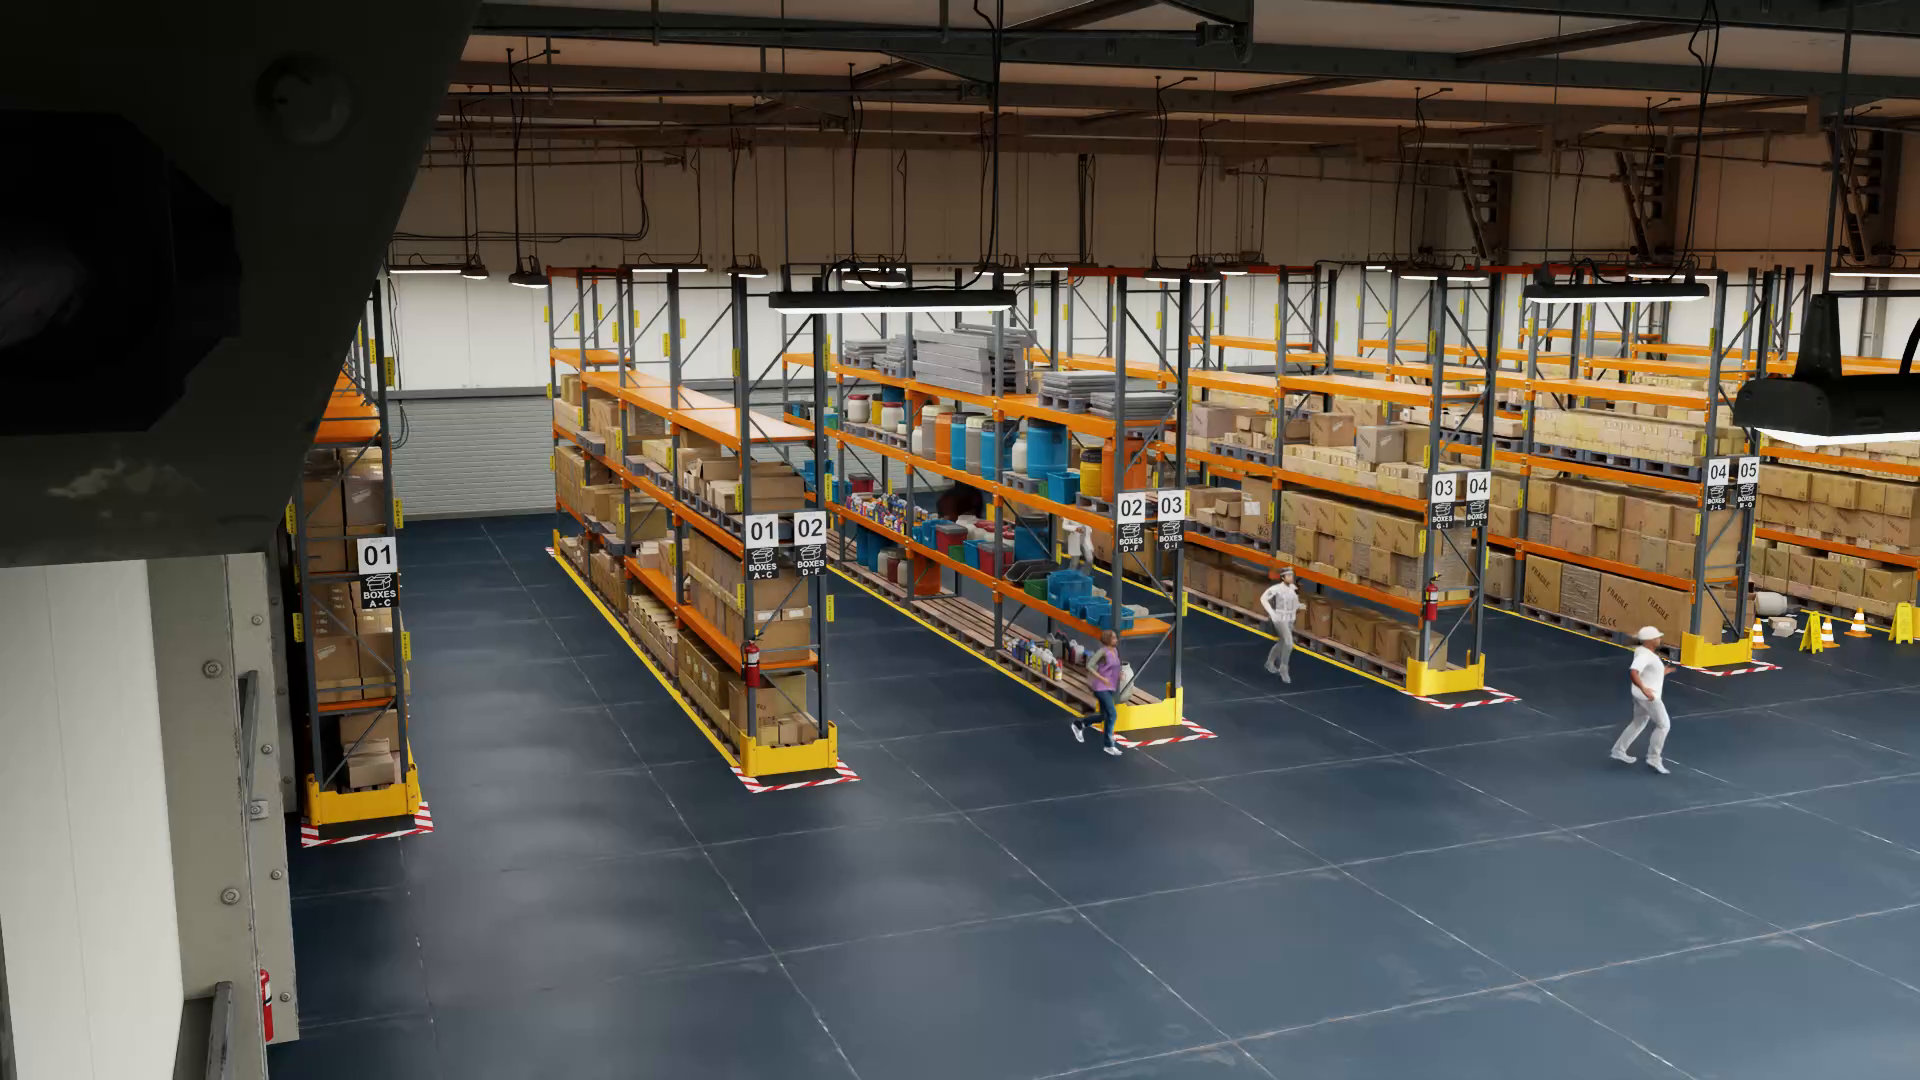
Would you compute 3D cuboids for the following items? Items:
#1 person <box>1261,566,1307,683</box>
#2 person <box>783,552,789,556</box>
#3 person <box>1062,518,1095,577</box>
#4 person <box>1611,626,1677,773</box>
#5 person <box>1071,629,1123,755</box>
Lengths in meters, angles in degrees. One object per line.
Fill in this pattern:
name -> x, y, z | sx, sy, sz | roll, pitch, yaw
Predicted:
person -> 4.819, 1.238, 24.733 | 0.591, 1.748, 0.740 | -8, 13, -37
person -> -3.414, -0.011, 31.887 | 0.607, 1.656, 0.560 | -6, 11, -30
person -> 2.236, 0.062, 31.236 | 0.698, 1.819, 0.805 | -3, 10, -18
person -> 8.420, 1.955, 20.395 | 0.722, 1.830, 0.675 | 1, 10, 8
person -> 1.799, 1.922, 21.250 | 0.751, 1.582, 0.534 | 6, 12, 32
